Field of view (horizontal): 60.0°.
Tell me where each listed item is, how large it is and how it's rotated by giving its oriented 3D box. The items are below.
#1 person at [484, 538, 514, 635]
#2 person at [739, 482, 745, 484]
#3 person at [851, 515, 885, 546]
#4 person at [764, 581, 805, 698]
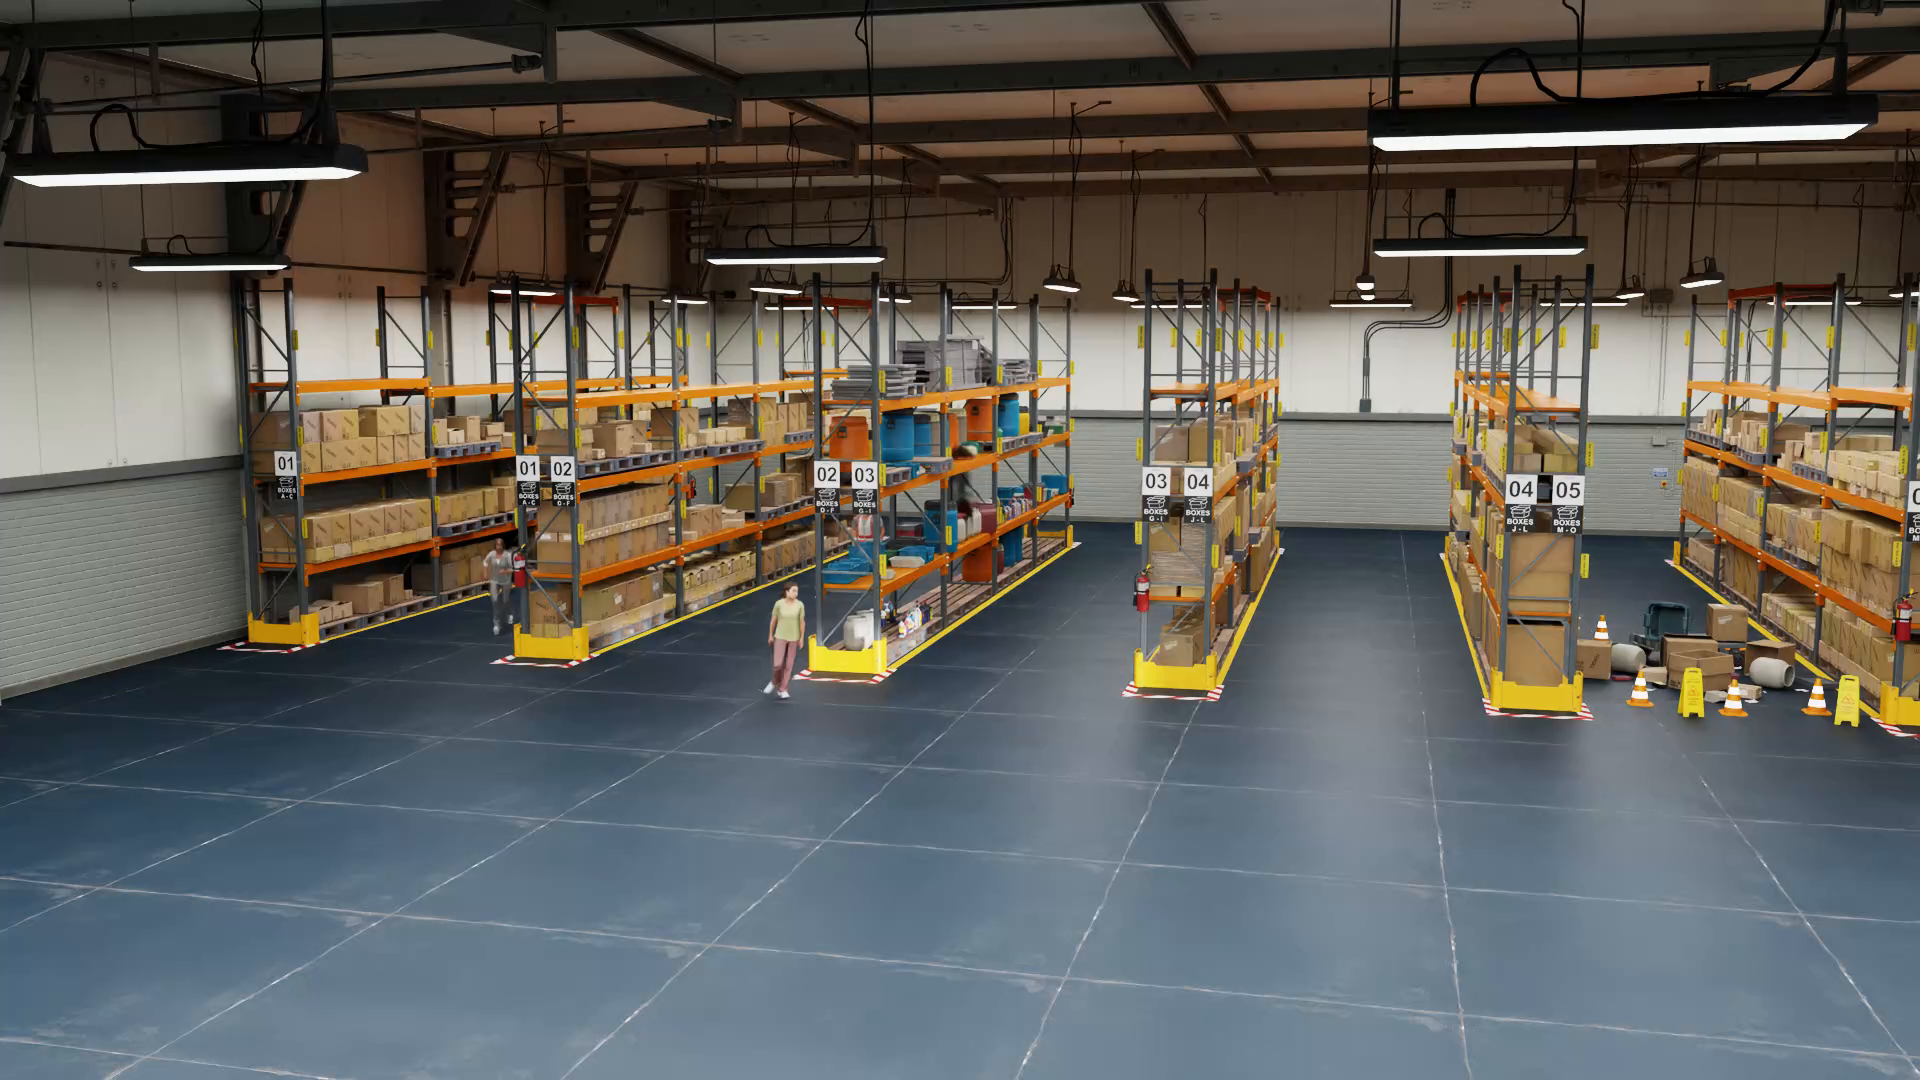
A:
[{"bbox_3d":[-7.943,0.766,28.743,0.571,1.621,0.869,-1,7,-6],"label":"person"},{"bbox_3d":[-5.135,-0.578,39.812,0.680,1.663,0.960,0,7,1],"label":"person"},{"bbox_3d":[-1.750,0.087,31.426,0.657,1.738,0.640,2,7,18],"label":"person"},{"bbox_3d":[-2.442,1.378,23.215,0.569,1.621,0.459,-2,7,-19],"label":"person"}]
